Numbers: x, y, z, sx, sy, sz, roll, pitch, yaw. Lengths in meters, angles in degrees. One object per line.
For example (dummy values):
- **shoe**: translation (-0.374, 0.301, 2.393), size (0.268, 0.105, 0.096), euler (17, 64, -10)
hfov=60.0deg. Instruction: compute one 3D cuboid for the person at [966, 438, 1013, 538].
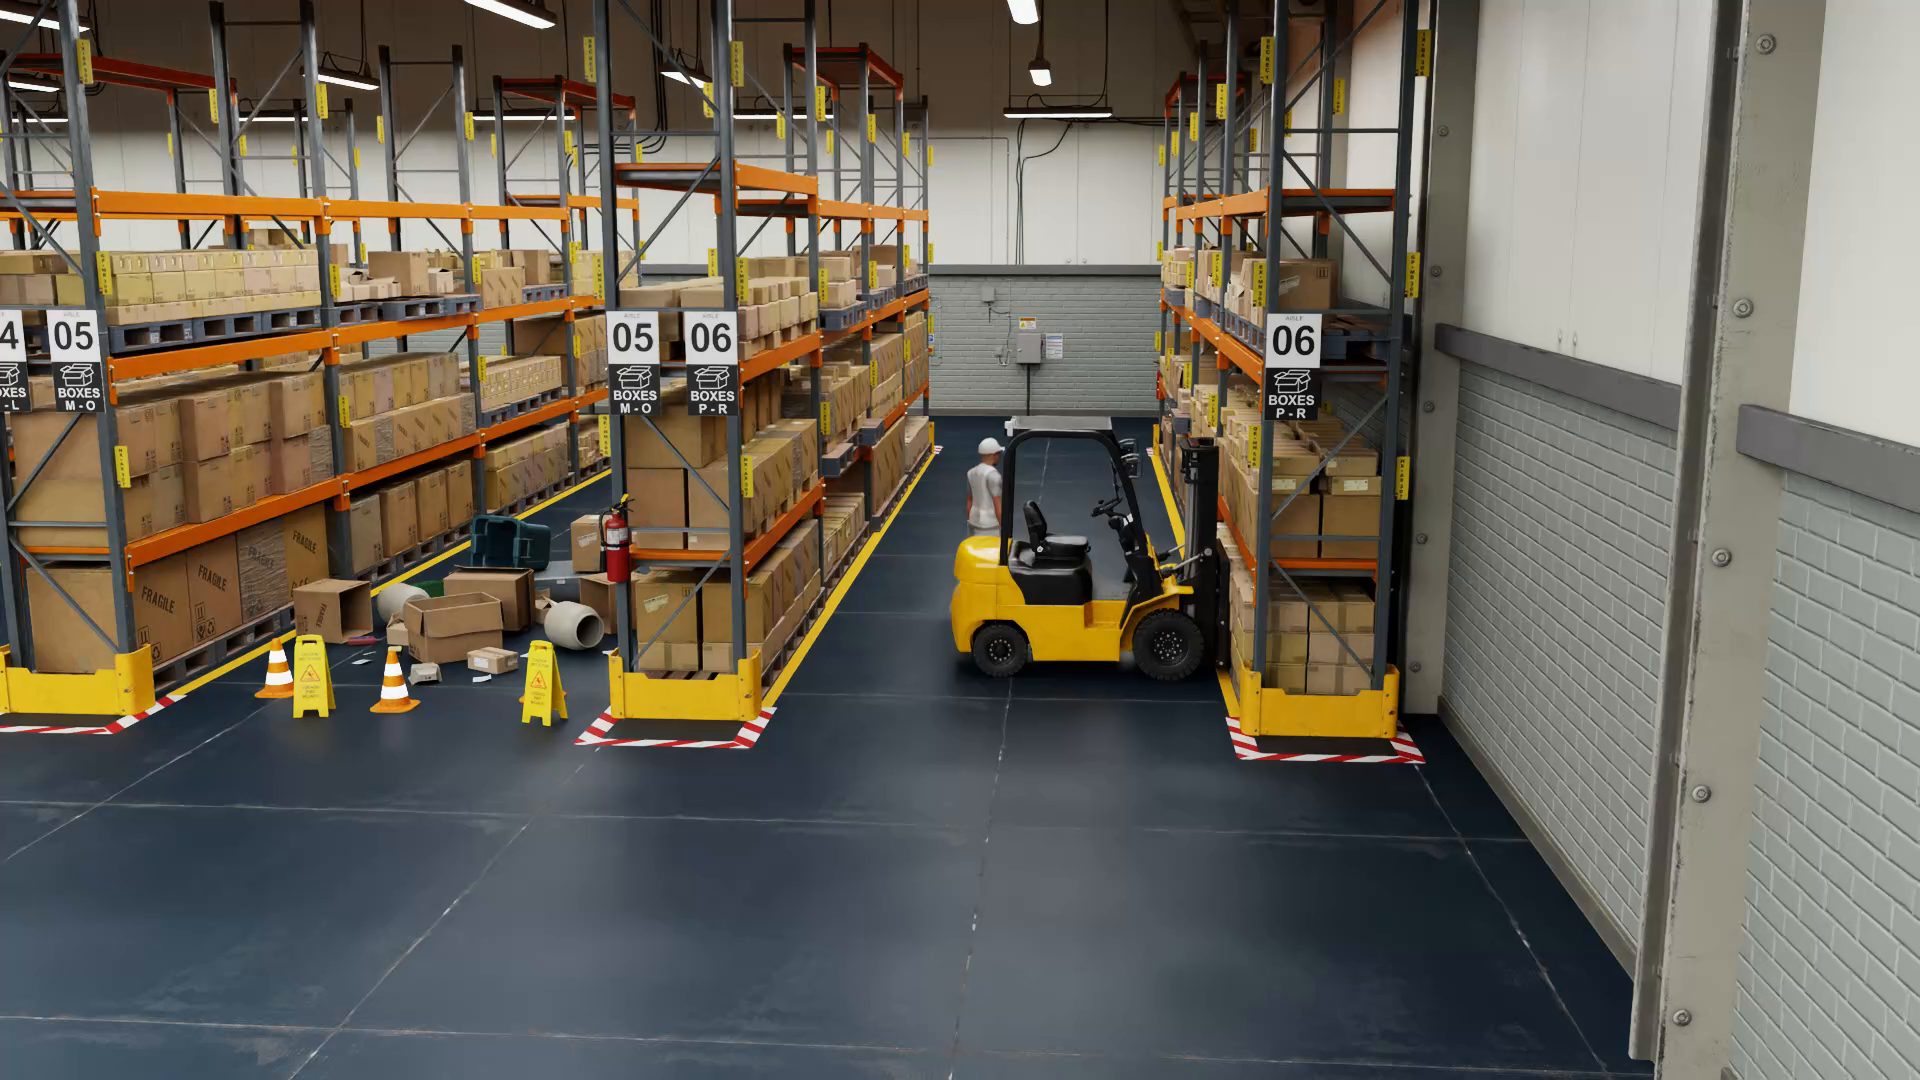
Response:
- **person**: translation (0.269, -0.127, 16.553), size (0.784, 1.769, 0.666), euler (-6, 12, -28)
